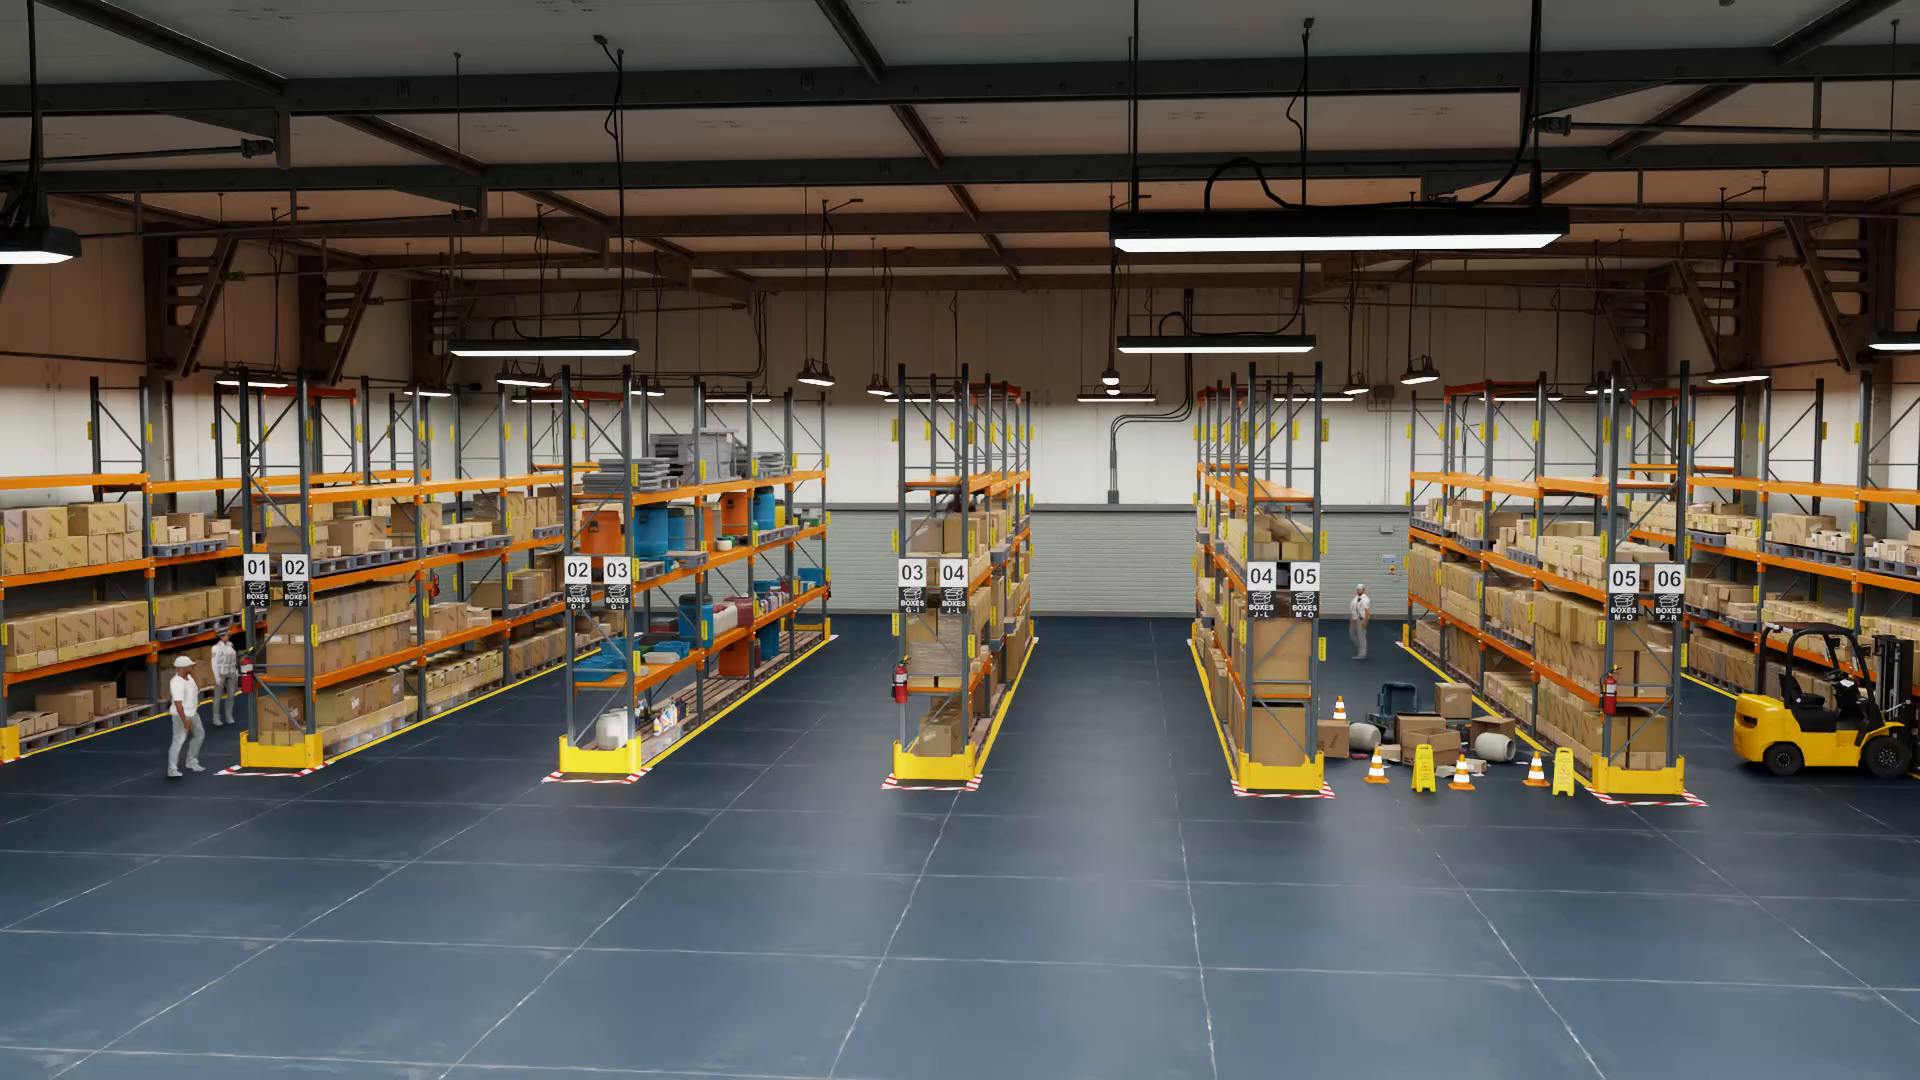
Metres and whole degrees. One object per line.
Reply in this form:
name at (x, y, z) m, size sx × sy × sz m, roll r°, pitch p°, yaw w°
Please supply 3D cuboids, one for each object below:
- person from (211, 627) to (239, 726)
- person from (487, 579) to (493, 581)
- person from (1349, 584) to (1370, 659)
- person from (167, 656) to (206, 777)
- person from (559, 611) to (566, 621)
person at (-12.638, 2.329, 28.585) m, size 0.349 × 1.697 × 0.509 m, roll 3°, pitch 5°, yaw 36°
person at (-10.841, 1.729, 38.381) m, size 0.665 × 1.666 × 0.948 m, roll 0°, pitch 4°, yaw 6°
person at (8.876, 1.815, 36.930) m, size 0.397 × 1.696 × 0.548 m, roll 0°, pitch 4°, yaw -2°
person at (-11.346, 2.576, 24.390) m, size 0.466 × 1.783 × 0.723 m, roll 0°, pitch 4°, yaw 0°
person at (-10.395, 1.453, 43.582) m, size 0.404 × 1.485 × 0.522 m, roll 0°, pitch 4°, yaw -1°
